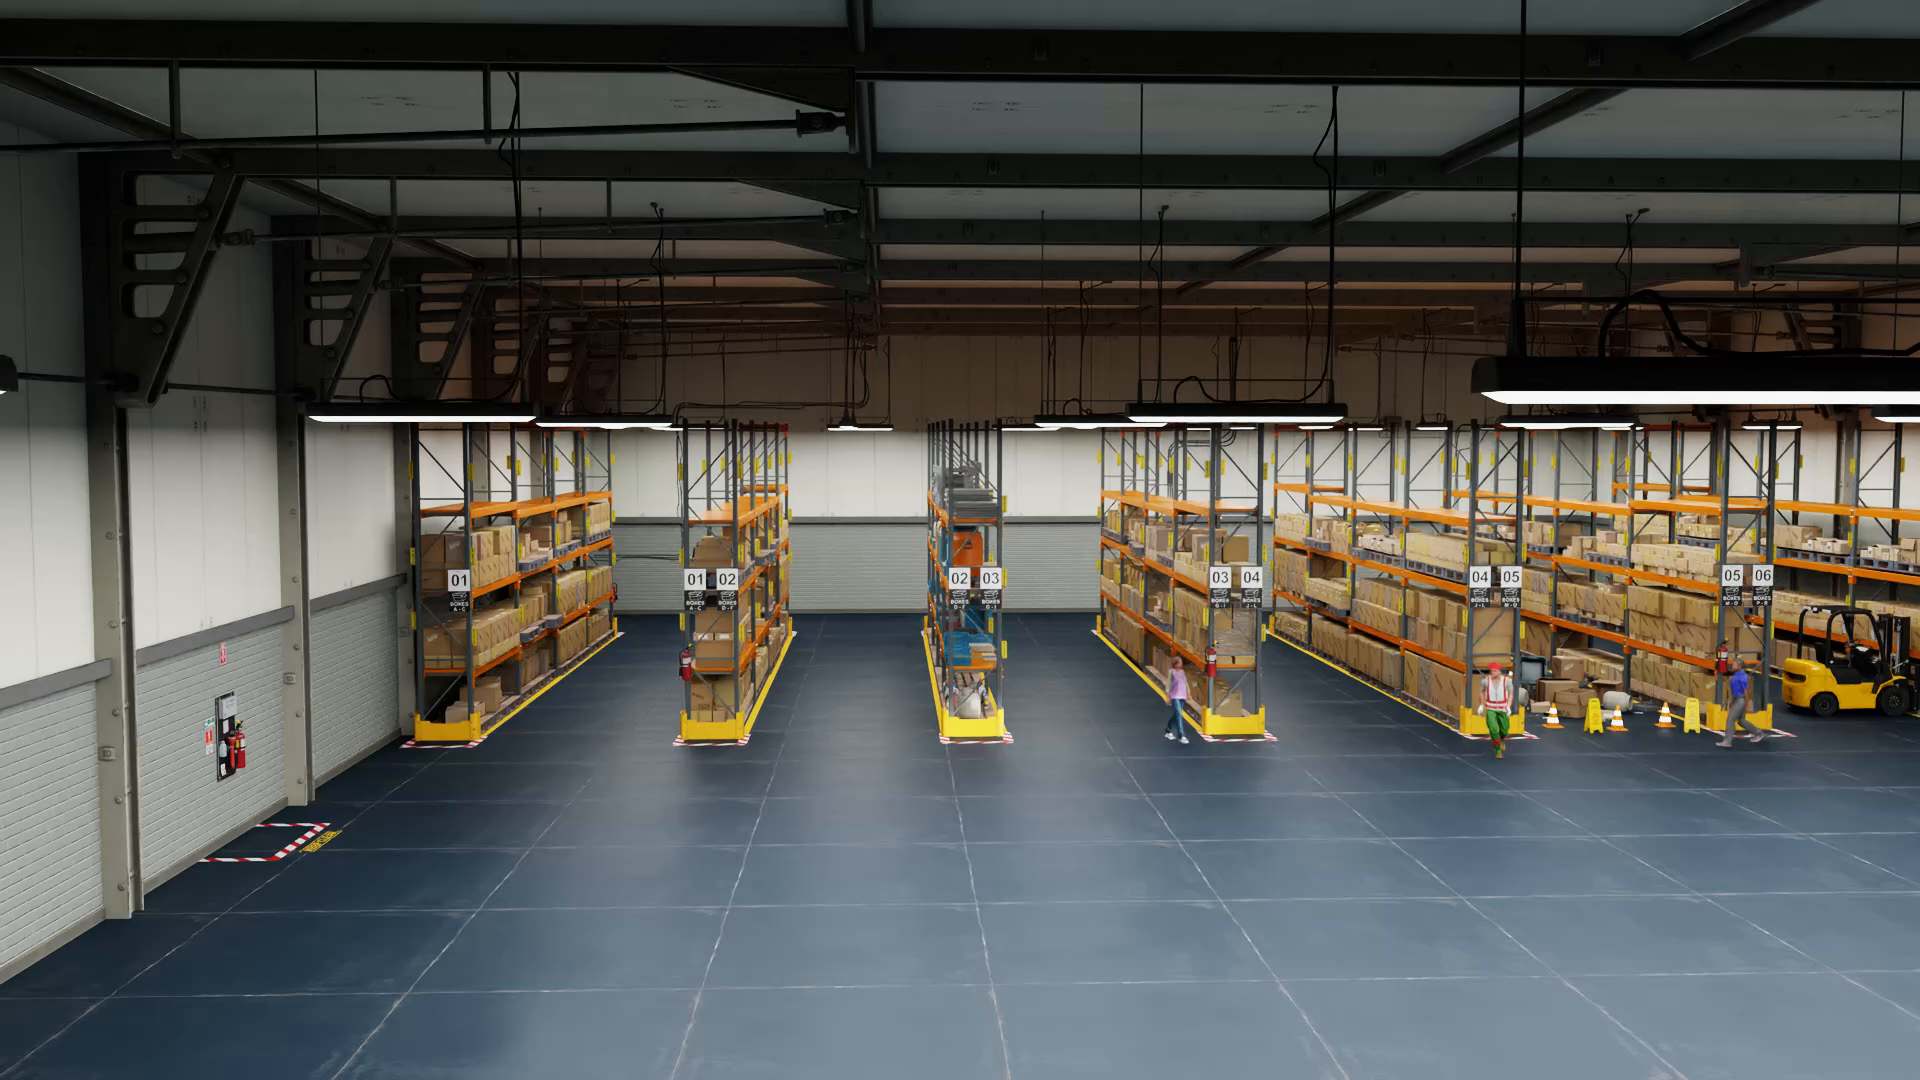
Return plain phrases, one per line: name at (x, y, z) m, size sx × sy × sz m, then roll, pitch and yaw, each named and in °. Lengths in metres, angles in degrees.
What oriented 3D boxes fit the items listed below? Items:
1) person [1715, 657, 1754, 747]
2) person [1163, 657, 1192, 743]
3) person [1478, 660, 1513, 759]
person at (14.146, 2.949, 30.294) m, size 0.753 × 1.627 × 0.443 m, roll 0°, pitch 4°, yaw 2°
person at (4.065, 2.955, 30.846) m, size 0.760 × 1.573 × 0.471 m, roll 3°, pitch 5°, yaw 37°
person at (9.504, 2.976, 29.508) m, size 0.584 × 1.729 × 0.747 m, roll 1°, pitch 4°, yaw 22°
